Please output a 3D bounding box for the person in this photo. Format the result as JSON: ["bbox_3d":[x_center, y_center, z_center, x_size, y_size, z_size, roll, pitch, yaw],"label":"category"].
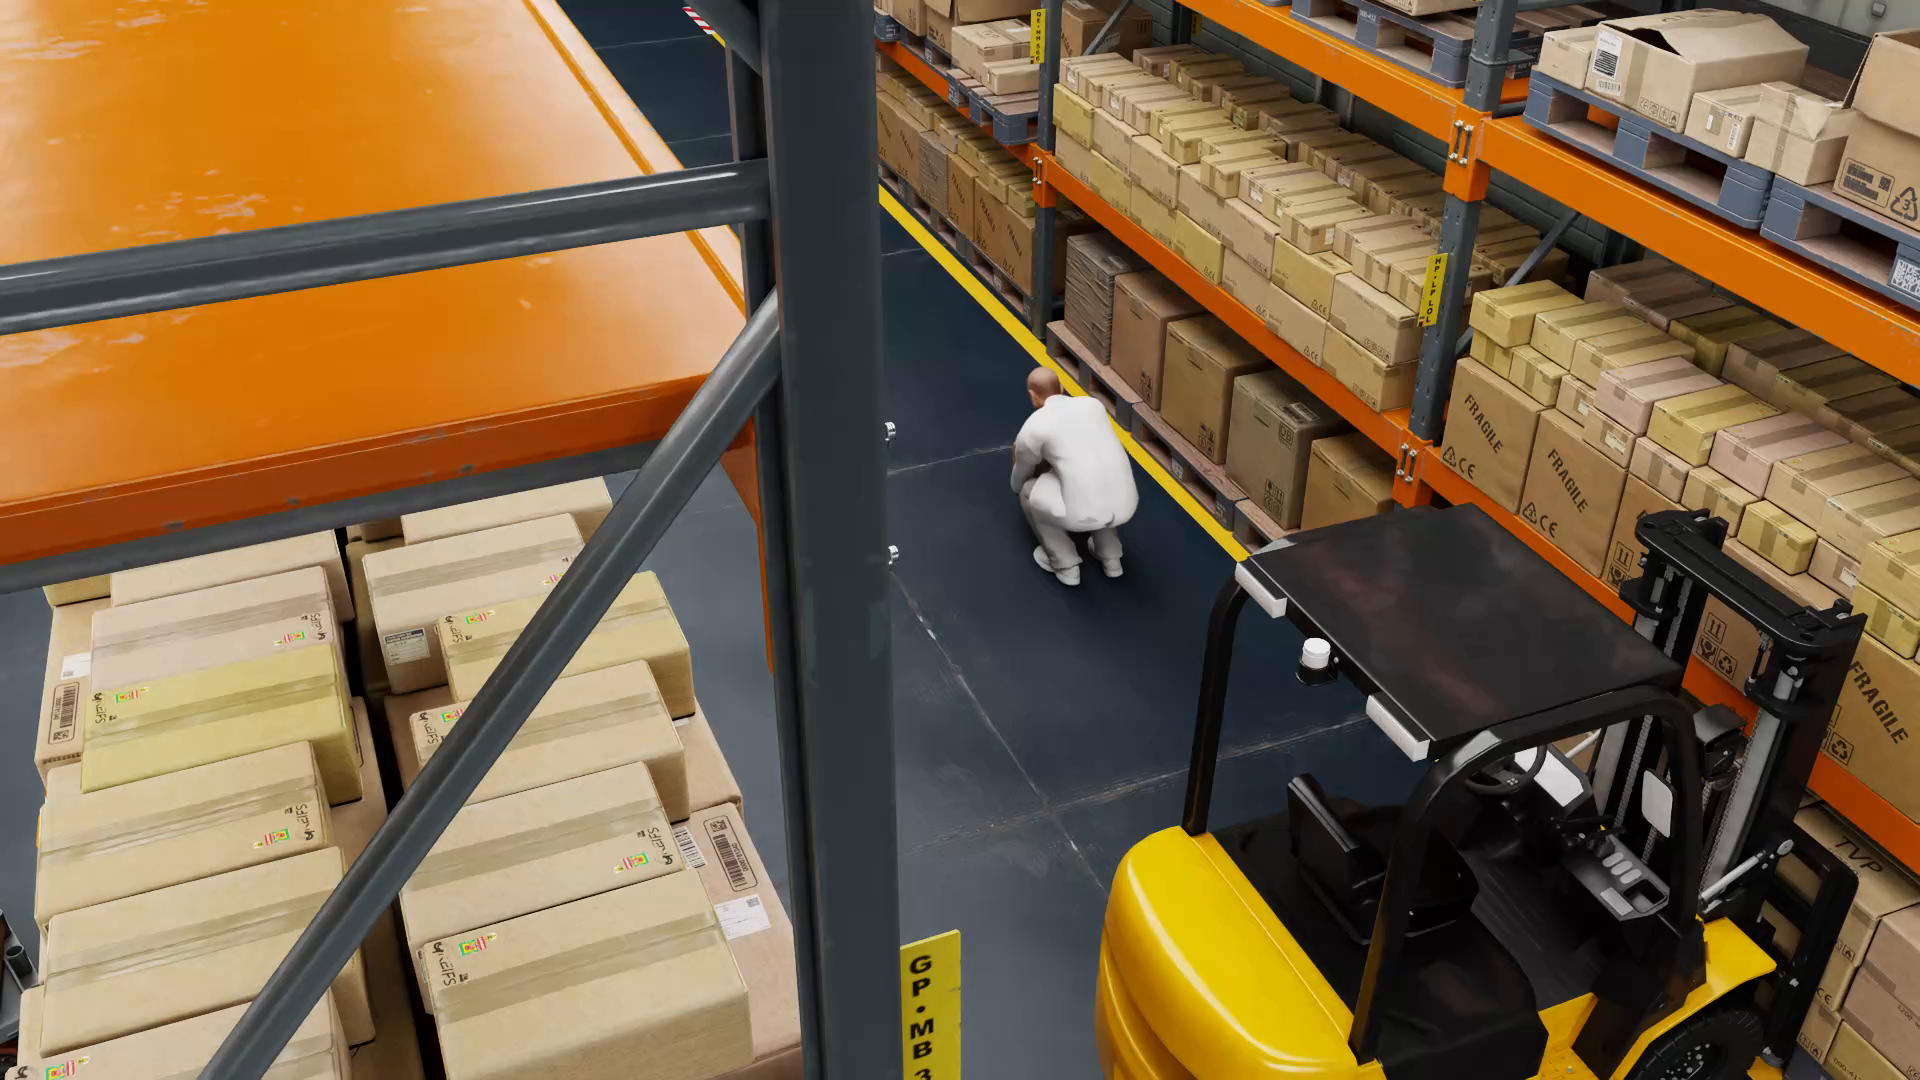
[{"bbox_3d":[0.592,-0.359,8.812,0.579,1.004,0.926,-13,35,-20],"label":"person"}]
